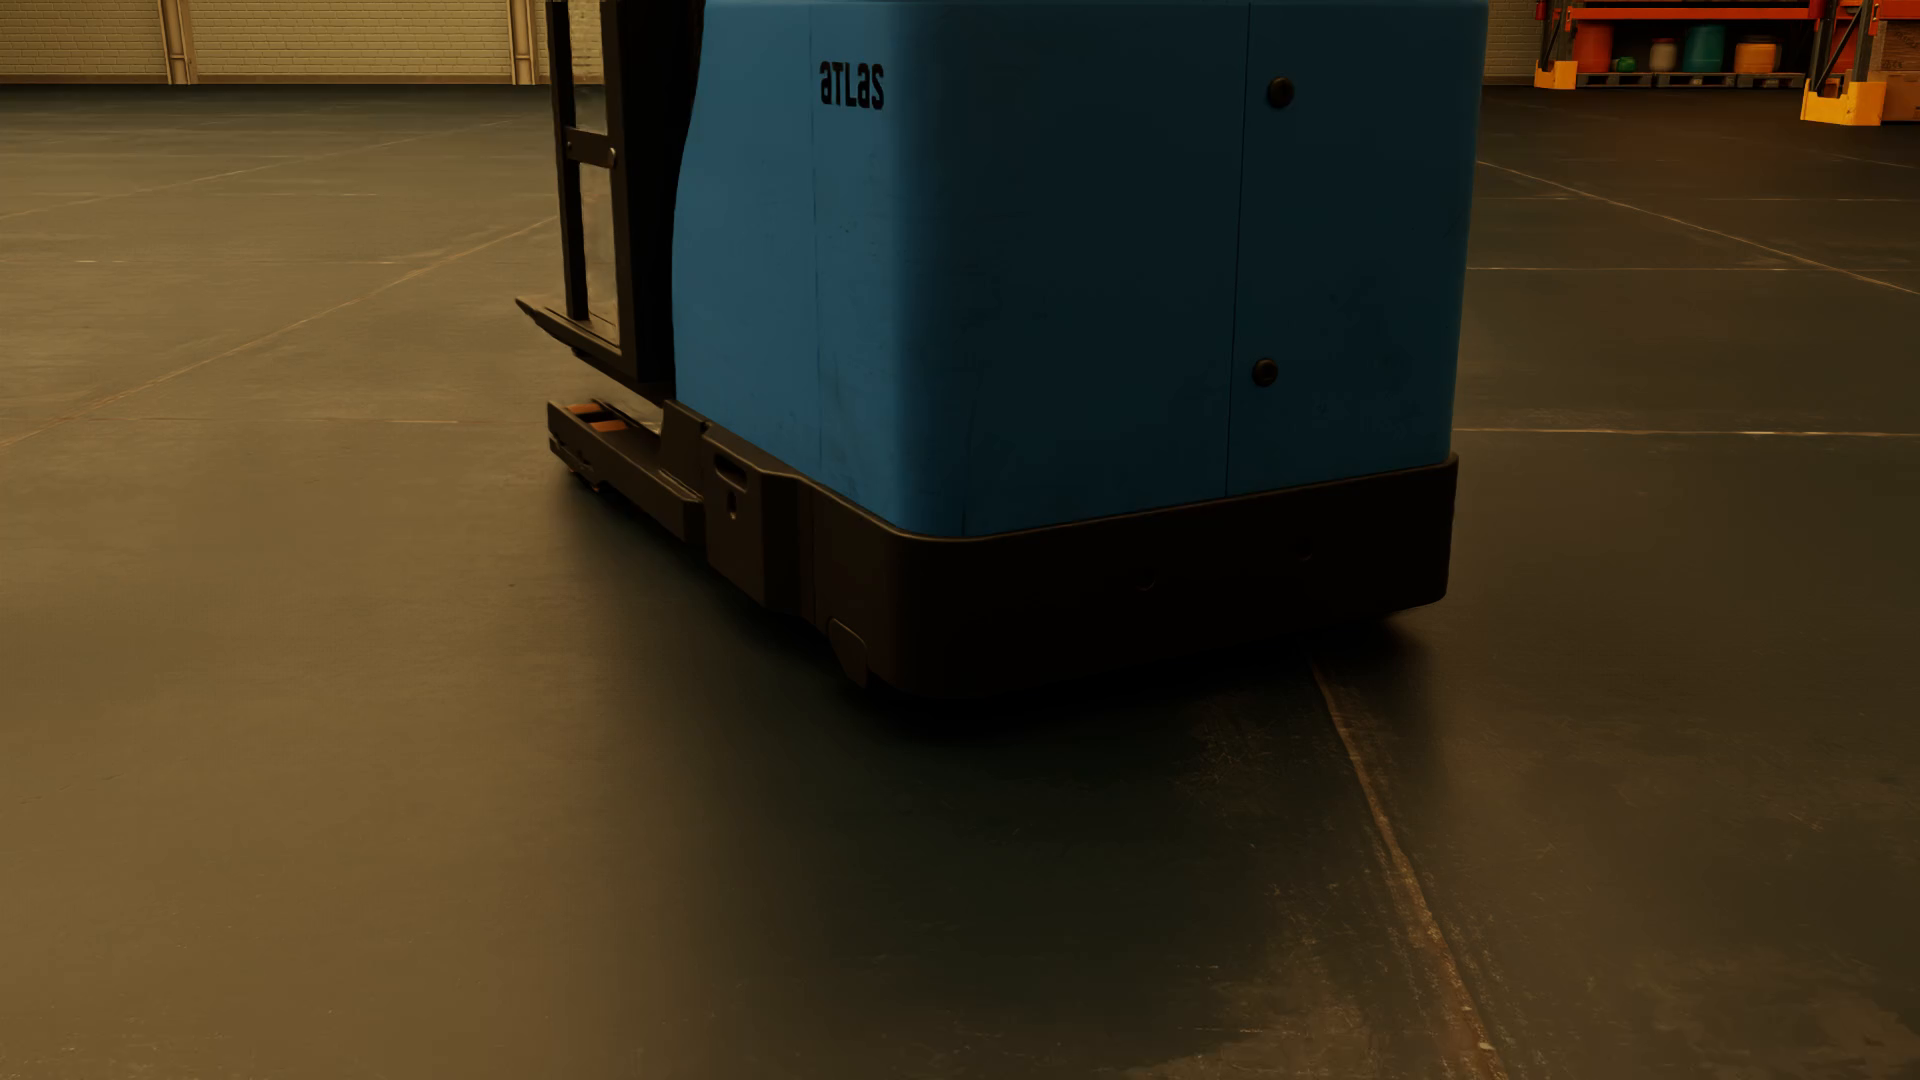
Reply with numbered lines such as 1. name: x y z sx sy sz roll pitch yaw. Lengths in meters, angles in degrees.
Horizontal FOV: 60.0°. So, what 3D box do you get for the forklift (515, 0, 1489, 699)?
1. forklift: -0.306 -1.559 3.450 1.130 2.935 3.031 -9 19 -27
